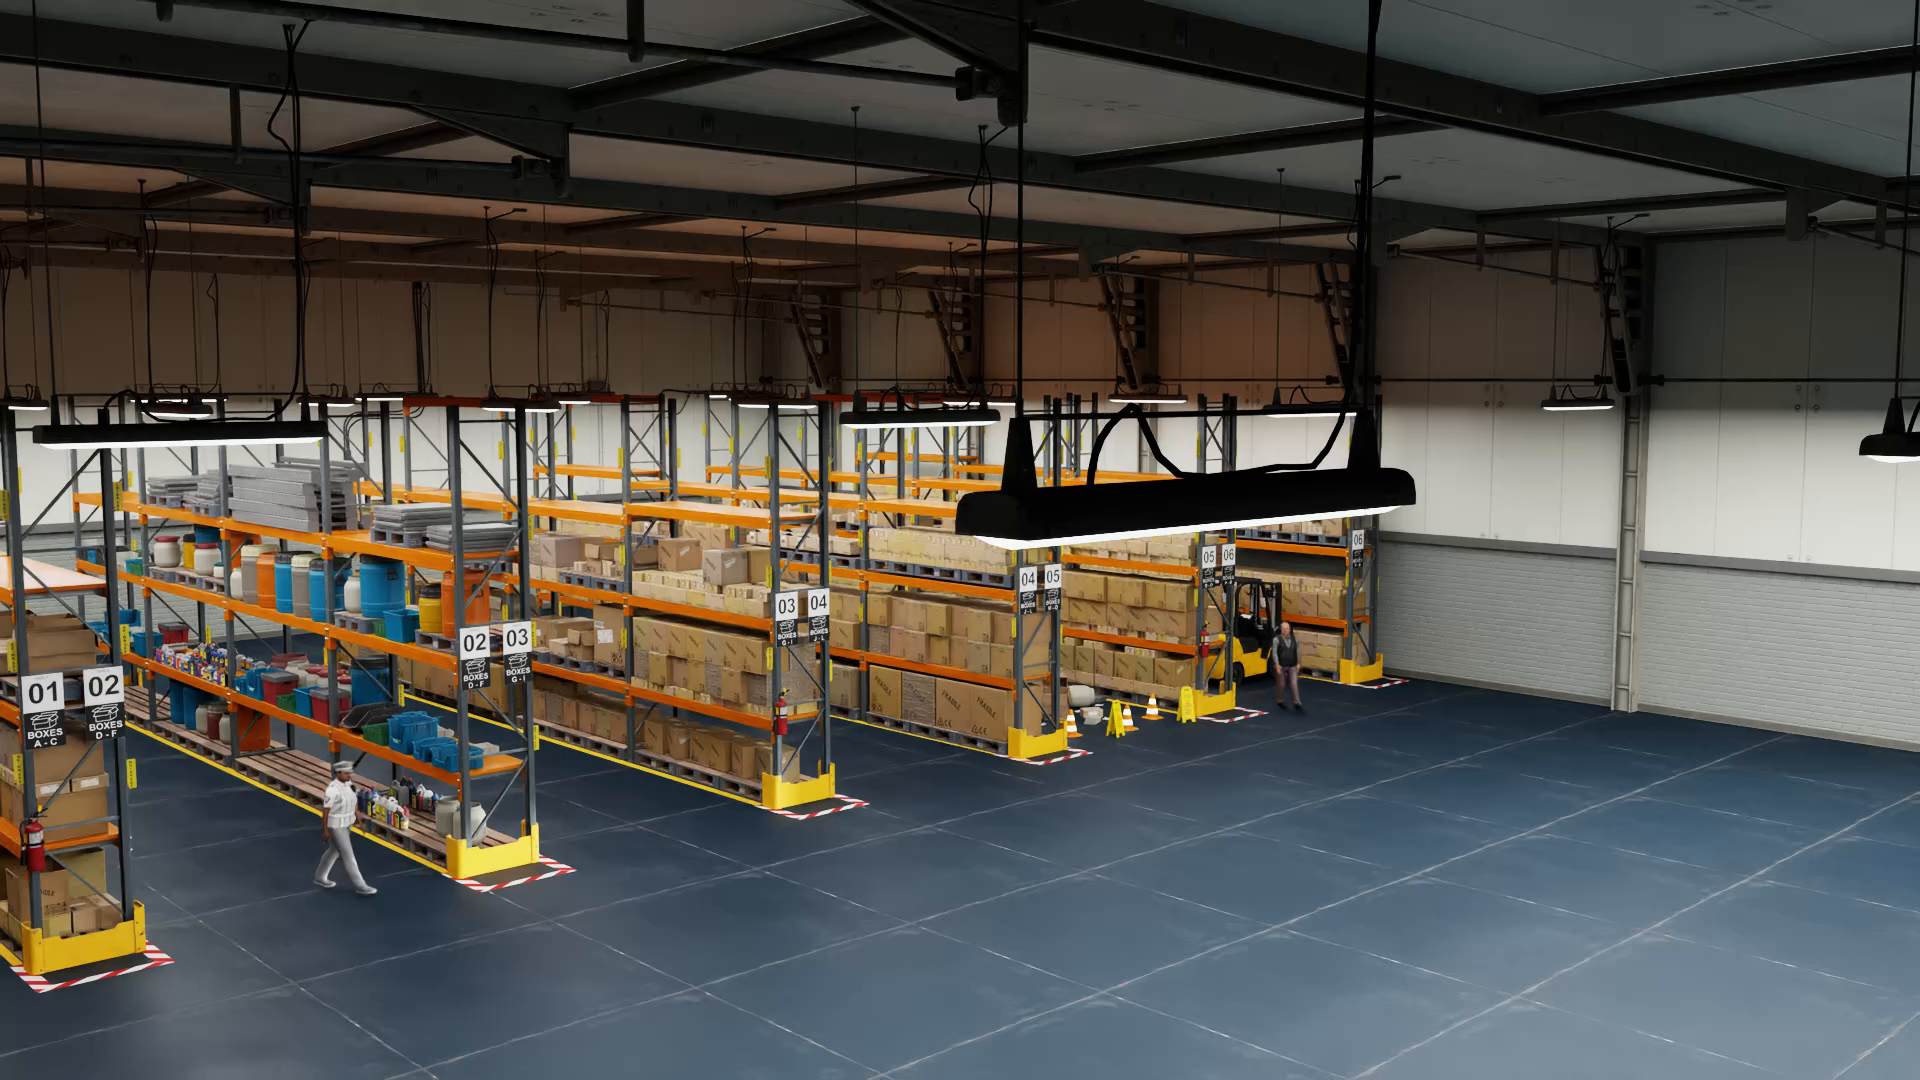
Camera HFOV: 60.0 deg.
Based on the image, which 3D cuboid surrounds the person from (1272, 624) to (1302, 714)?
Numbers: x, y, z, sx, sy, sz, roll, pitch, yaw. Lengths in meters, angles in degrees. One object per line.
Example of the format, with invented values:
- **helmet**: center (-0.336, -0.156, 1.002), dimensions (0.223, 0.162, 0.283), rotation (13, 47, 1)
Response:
- **person**: center (6.203, 2.445, 31.747), dimensions (0.554, 1.681, 0.996), rotation (3, 6, 29)

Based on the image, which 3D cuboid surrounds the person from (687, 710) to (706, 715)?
- **person**: center (-4.921, 2.411, 31.490), dimensions (0.518, 1.807, 0.615), rotation (1, 6, 15)

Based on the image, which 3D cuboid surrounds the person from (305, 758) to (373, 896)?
- **person**: center (-7.662, 3.521, 20.467), dimensions (0.810, 1.652, 0.546), rotation (-1, 6, -15)
